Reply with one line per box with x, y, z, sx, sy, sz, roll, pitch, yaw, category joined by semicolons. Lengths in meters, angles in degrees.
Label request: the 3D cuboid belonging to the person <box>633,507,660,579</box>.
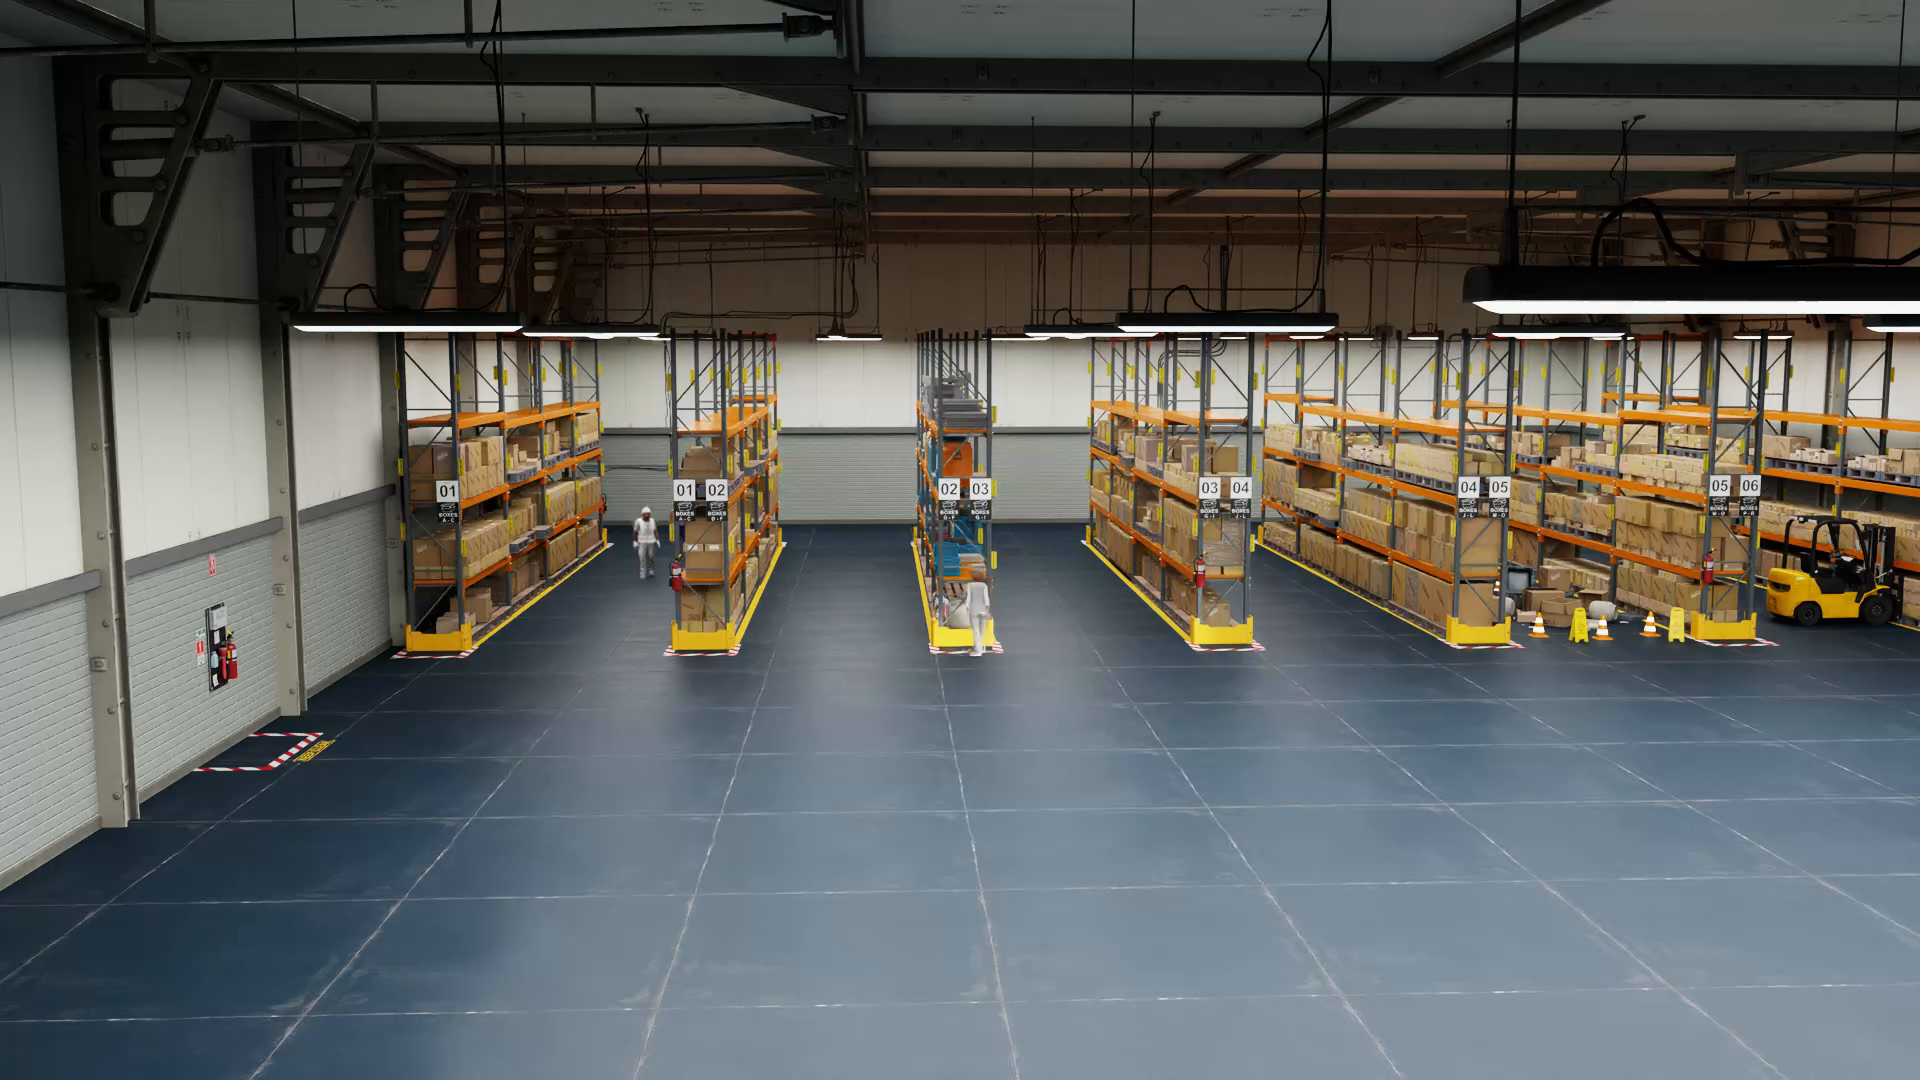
-7.646;0.067;40.550;0.652;1.733;1.046;-1;7;-5;person

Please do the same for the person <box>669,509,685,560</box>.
-7.404;-0.254;44.103;0.627;1.675;0.720;0;7;2;person

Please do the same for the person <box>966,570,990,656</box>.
0.311;1.327;30.644;0.415;1.595;0.629;-1;7;-12;person

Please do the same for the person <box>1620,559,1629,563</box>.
17.529;-0.251;43.531;0.421;1.808;0.570;3;7;25;person
